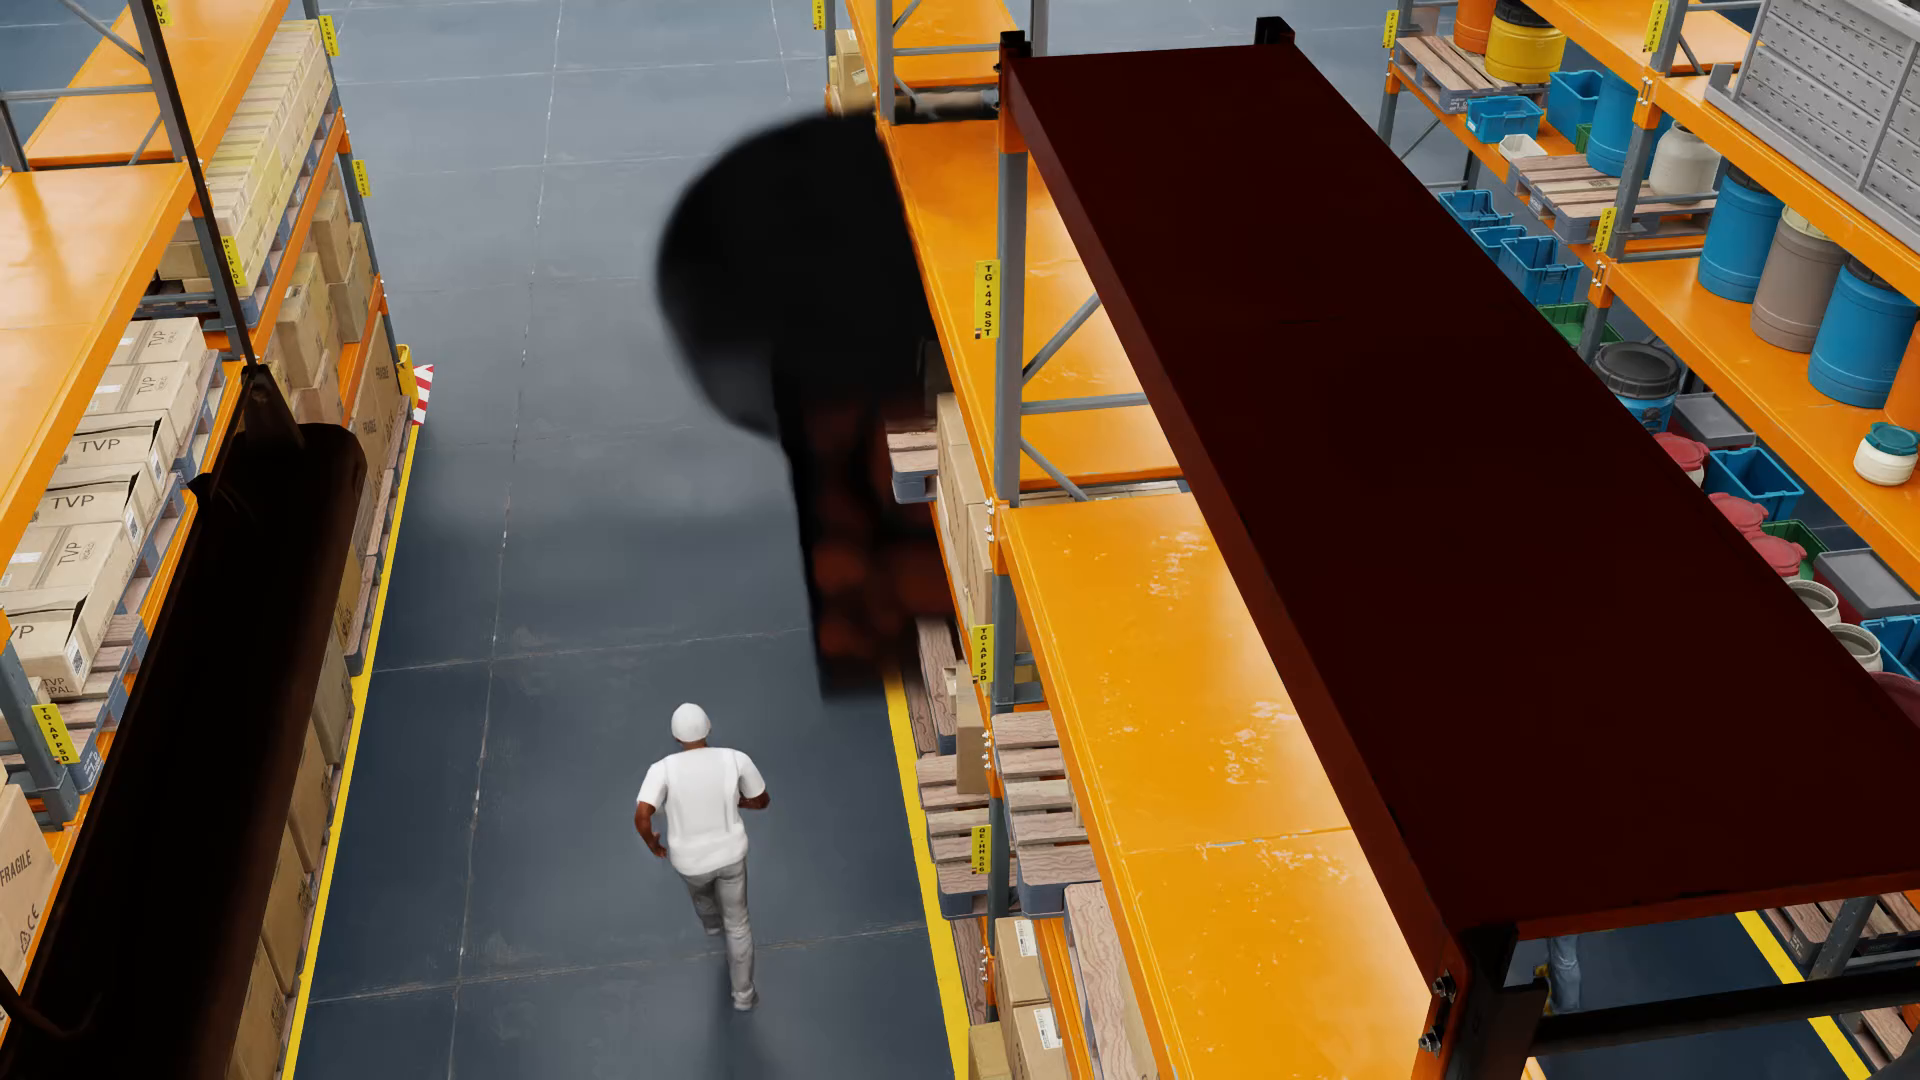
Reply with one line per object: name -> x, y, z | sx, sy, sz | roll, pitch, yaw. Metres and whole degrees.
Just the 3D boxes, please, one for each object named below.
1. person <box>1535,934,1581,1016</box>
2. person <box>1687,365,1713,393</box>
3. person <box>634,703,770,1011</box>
person -> 3.315, 1.854, 9.002 | 0.685, 1.848, 0.712 | -12, 38, -16
person -> 6.638, -1.742, 14.508 | 0.734, 1.602, 0.616 | 18, 40, 23
person -> -1.357, 1.789, 9.148 | 0.725, 1.743, 0.990 | -13, 38, -17
